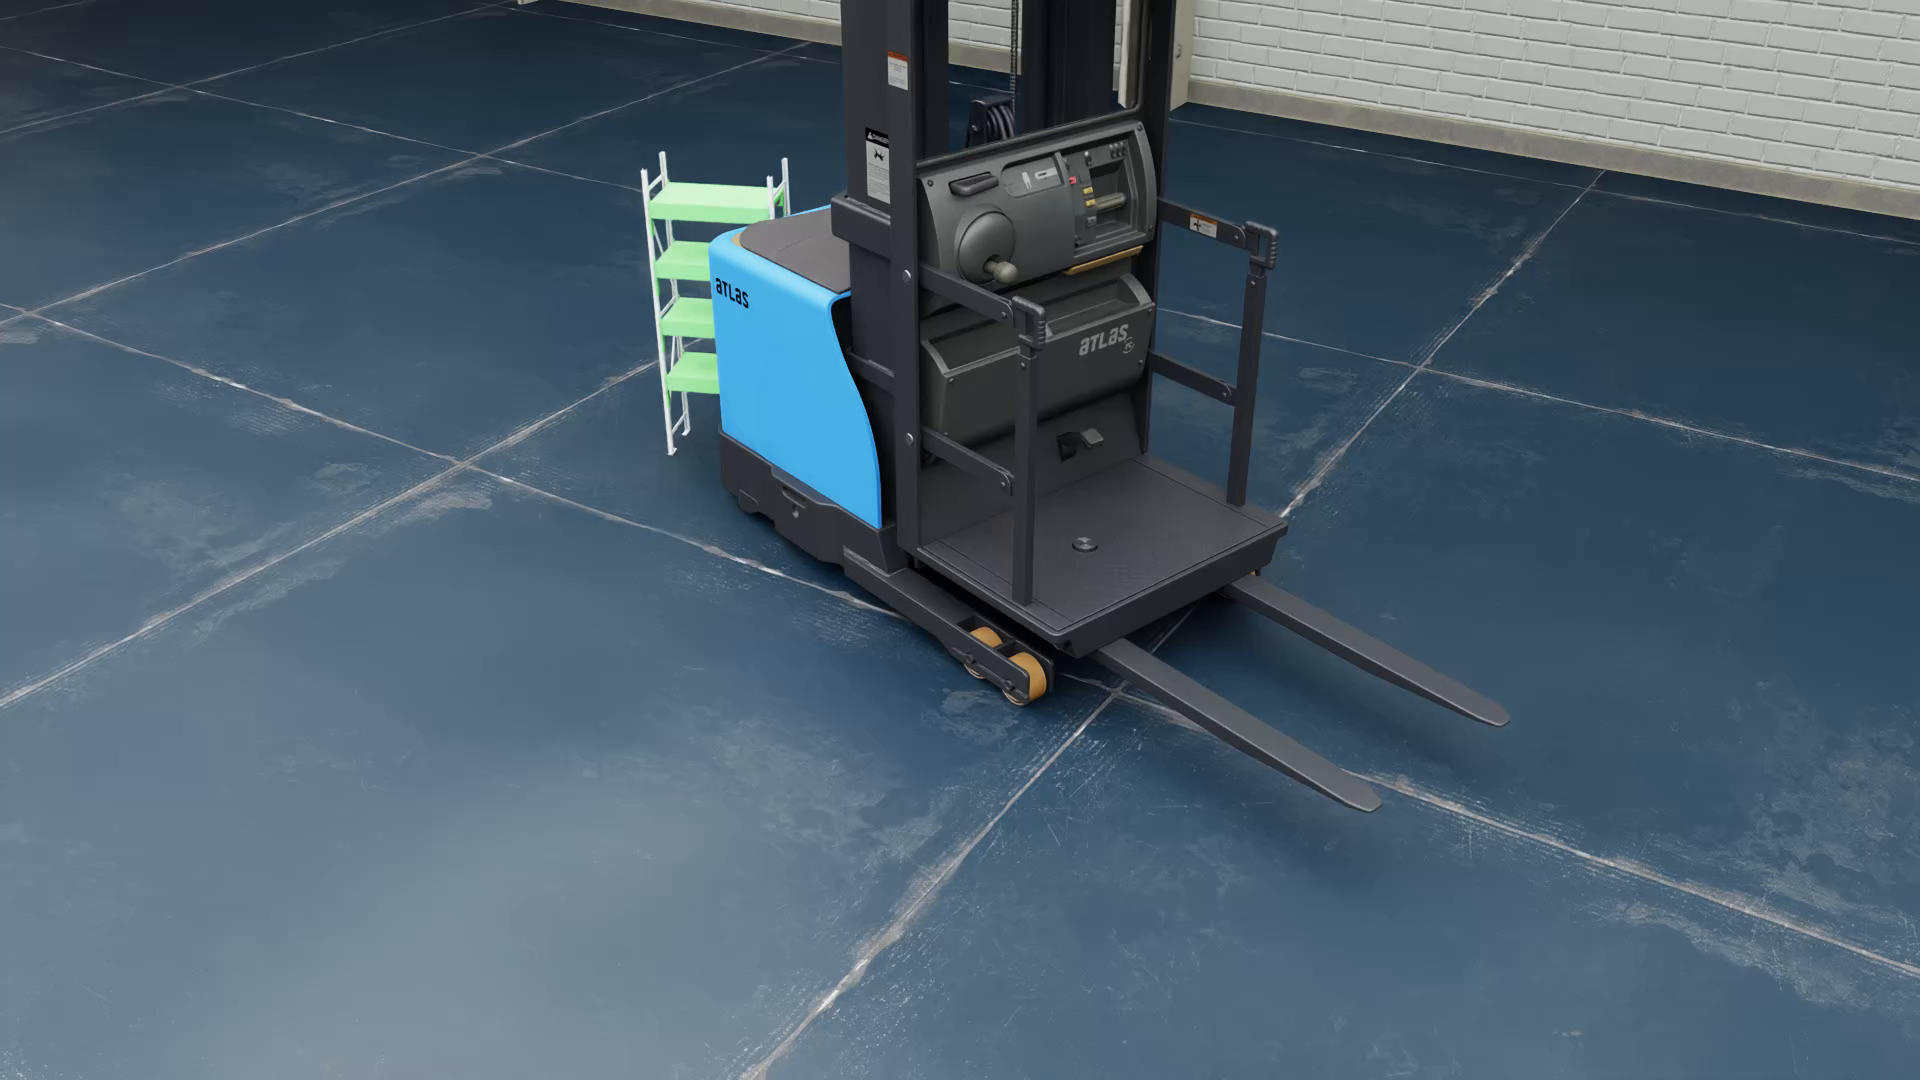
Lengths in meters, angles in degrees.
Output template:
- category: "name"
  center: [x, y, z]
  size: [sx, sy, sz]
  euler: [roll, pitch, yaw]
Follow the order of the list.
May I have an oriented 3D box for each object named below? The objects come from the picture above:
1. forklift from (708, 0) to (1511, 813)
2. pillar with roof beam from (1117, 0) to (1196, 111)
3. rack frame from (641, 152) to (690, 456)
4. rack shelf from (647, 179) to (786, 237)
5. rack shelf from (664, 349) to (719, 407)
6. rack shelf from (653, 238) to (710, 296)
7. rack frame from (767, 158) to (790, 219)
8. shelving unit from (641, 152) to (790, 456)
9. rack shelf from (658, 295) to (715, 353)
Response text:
- category: "forklift"
  center: [0.402, -1.023, 5.096]
  size: [1.130, 2.935, 3.031]
  euler: [-23, 37, -34]
- category: "pillar with roof beam"
  center: [-0.965, -5.055, 5.985]
  size: [0.400, 9.000, 9.100]
  euler: [18, 35, 27]
- category: "rack frame"
  center: [-1.171, -0.926, 6.646]
  size: [0.015, 1.200, 0.240]
  euler: [5, 31, 8]
- category: "rack shelf"
  center: [-0.930, -1.265, 6.402]
  size: [0.480, 0.148, 0.258]
  euler: [5, 31, 8]
- category: "rack shelf"
  center: [-0.930, -0.643, 6.765]
  size: [0.480, 0.148, 0.258]
  euler: [5, 31, 8]
- category: "rack shelf"
  center: [-0.930, -1.058, 6.523]
  size: [0.480, 0.148, 0.258]
  euler: [5, 31, 8]
- category: "rack frame"
  center: [-0.689, -0.886, 6.577]
  size: [0.015, 1.200, 0.240]
  euler: [5, 31, 8]
- category: "shelving unit"
  center: [-0.930, -0.906, 6.612]
  size: [0.503, 1.200, 0.258]
  euler: [5, 31, 8]
- category: "rack shelf"
  center: [-0.930, -0.851, 6.644]
  size: [0.480, 0.148, 0.258]
  euler: [5, 31, 8]
